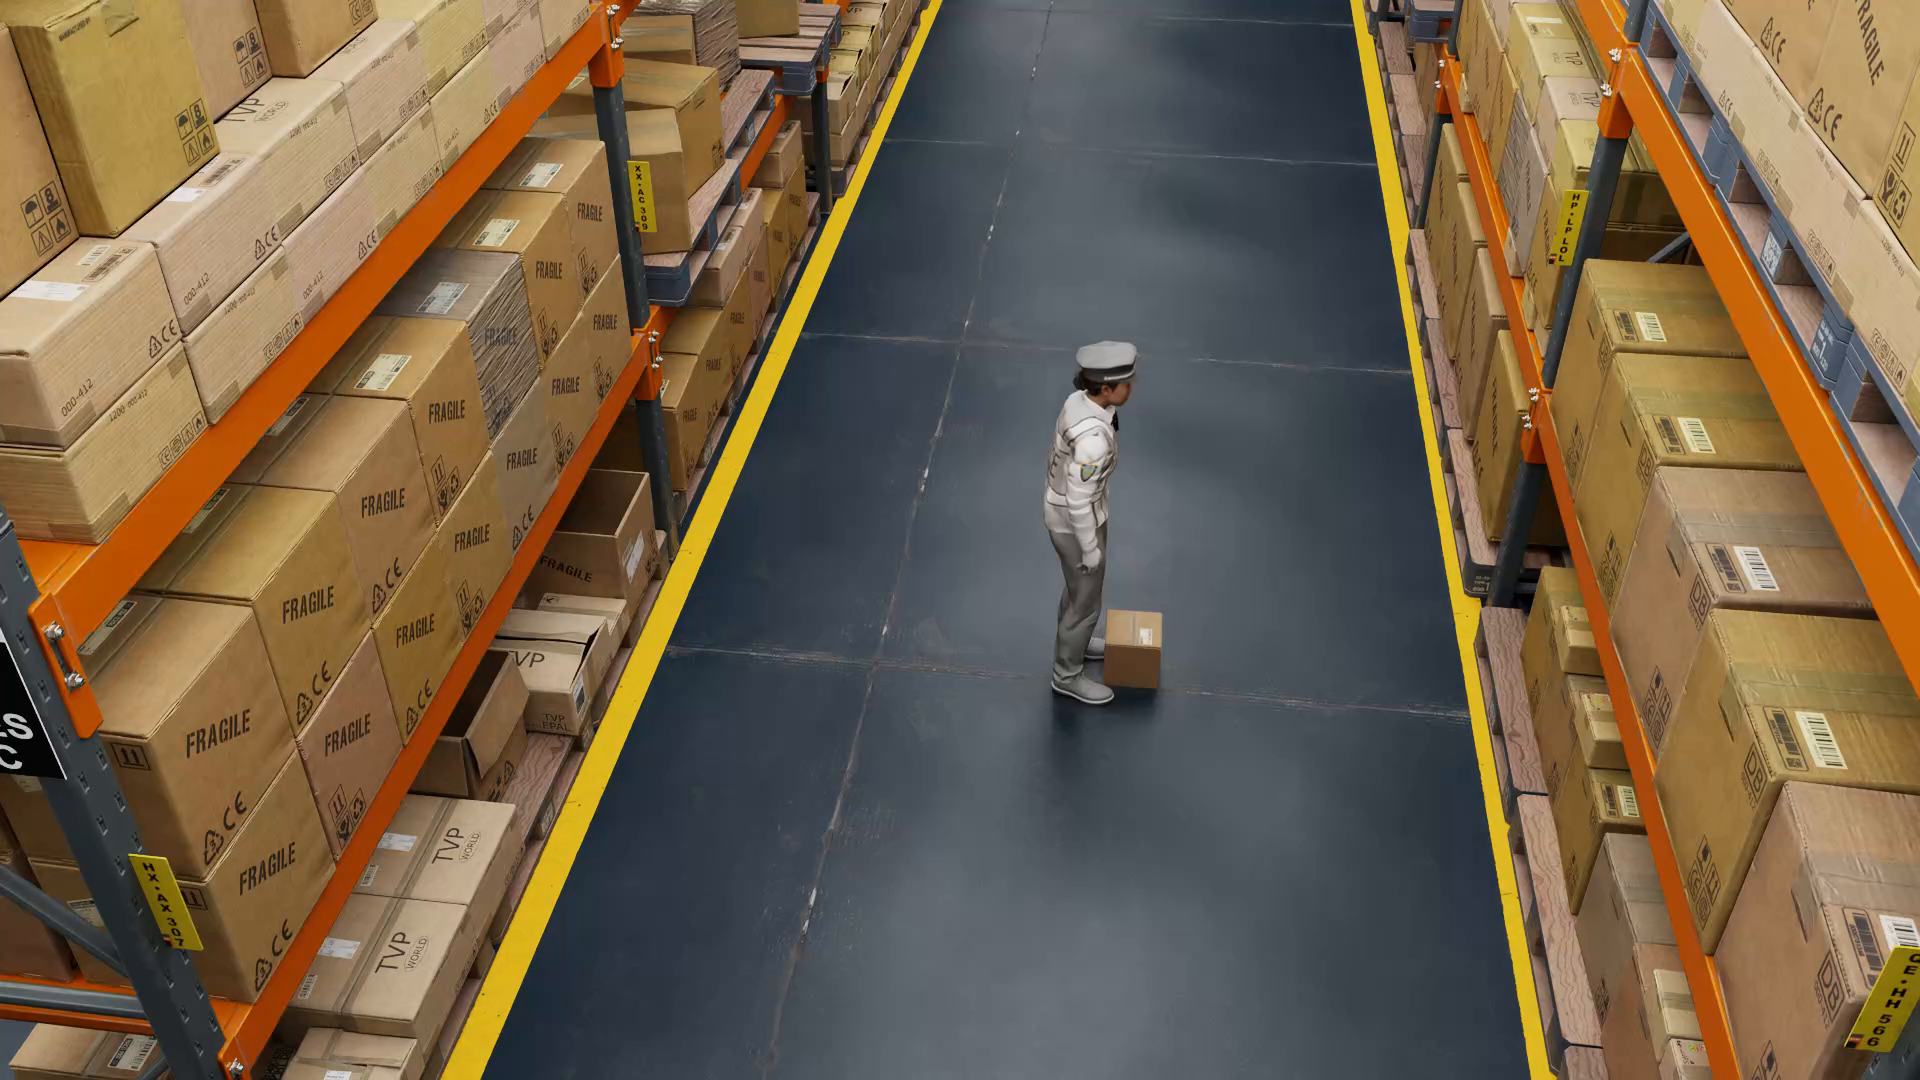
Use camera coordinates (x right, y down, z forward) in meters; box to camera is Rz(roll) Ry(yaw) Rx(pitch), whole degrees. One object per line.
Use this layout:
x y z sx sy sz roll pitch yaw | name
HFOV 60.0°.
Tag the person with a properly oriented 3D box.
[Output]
0.540 -0.087 7.155 0.374 1.661 0.534 3 36 3 | person
